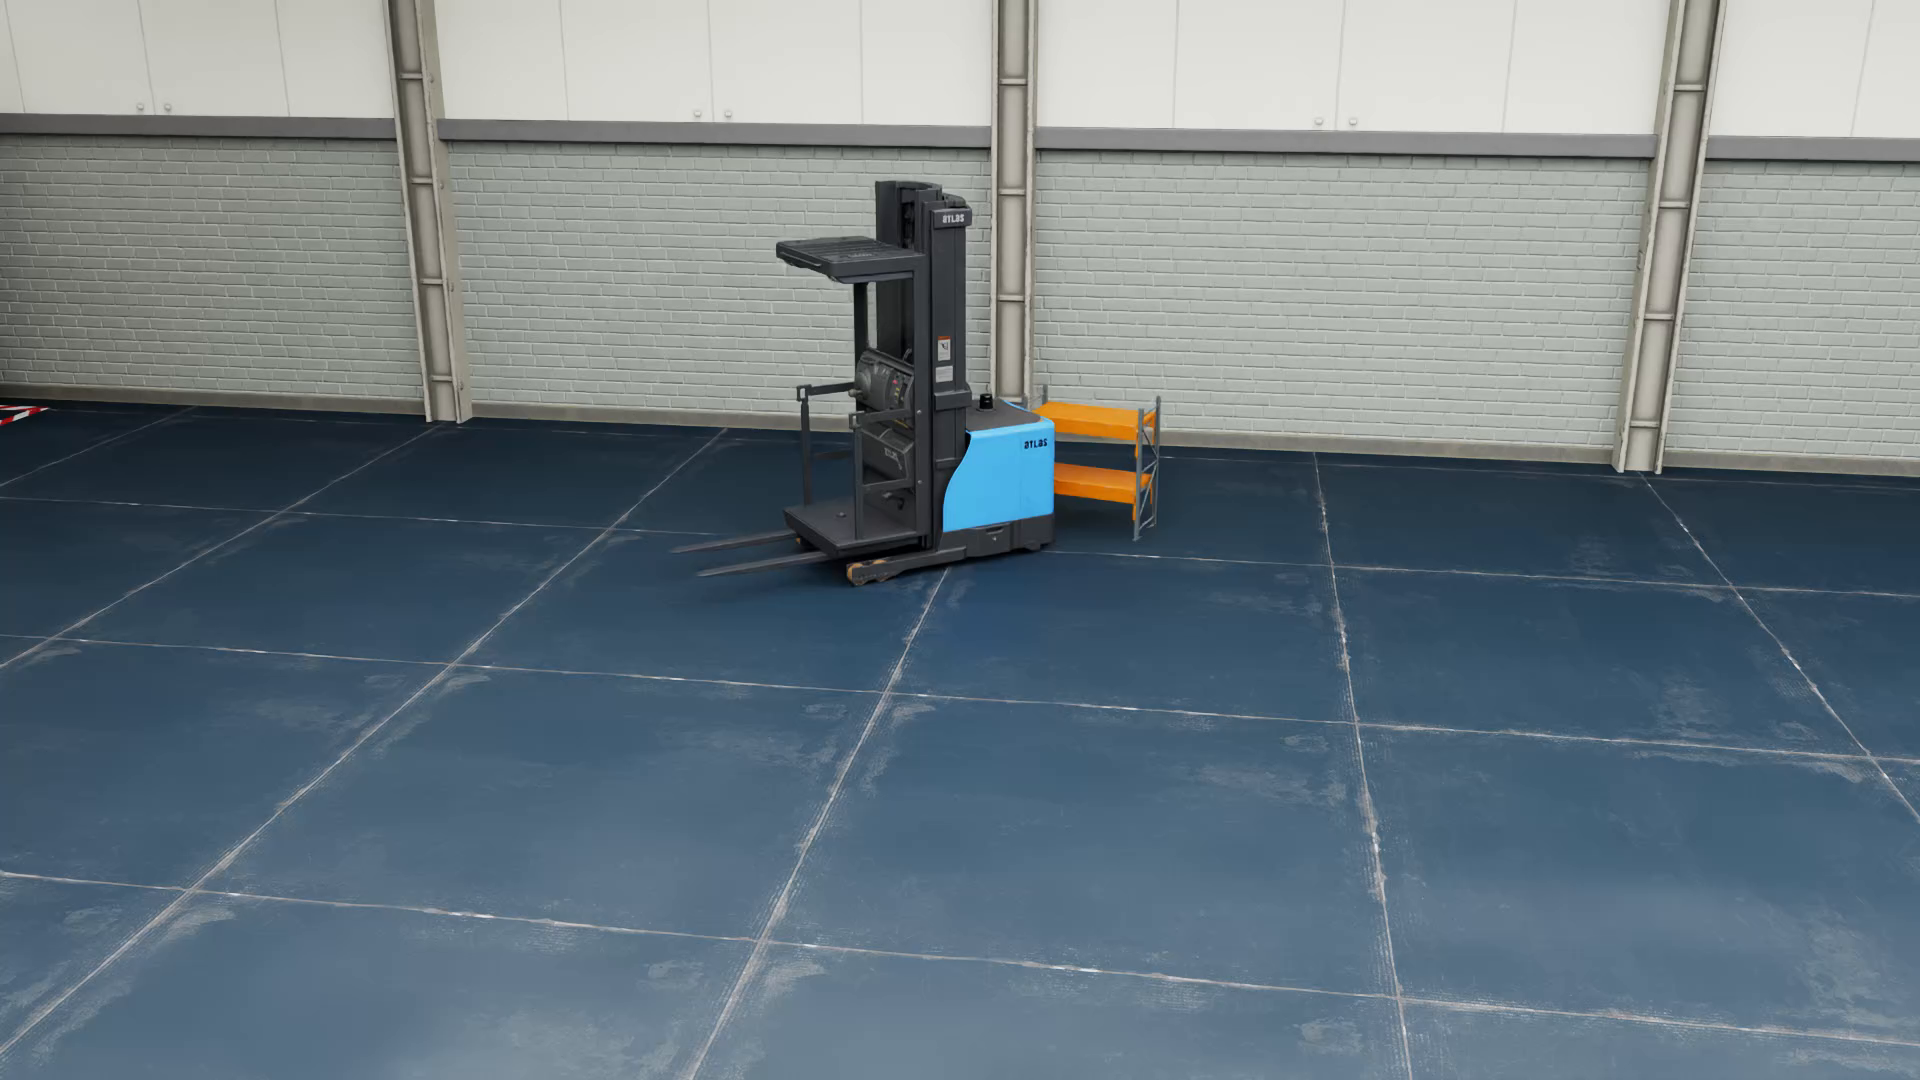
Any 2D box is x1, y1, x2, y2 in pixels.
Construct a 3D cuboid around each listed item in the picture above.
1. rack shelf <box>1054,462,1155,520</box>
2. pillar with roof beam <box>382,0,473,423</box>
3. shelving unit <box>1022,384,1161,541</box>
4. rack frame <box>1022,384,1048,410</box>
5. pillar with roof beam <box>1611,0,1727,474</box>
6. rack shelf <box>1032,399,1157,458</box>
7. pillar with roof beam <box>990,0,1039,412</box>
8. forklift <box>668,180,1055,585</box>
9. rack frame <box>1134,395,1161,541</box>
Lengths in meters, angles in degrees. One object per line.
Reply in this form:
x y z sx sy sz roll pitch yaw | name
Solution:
1.097 -0.433 14.096 1.000 0.278 0.538 8 20 23 | rack shelf
-6.094 -4.204 12.185 0.400 9.000 9.100 3 19 9 | pillar with roof beam
1.097 -0.665 14.019 1.048 1.125 0.538 8 20 23 | shelving unit
0.635 -0.733 14.220 0.032 1.125 0.500 8 20 23 | rack frame
5.755 -3.600 10.380 0.400 9.000 9.100 3 19 9 | pillar with roof beam
1.097 -0.943 13.926 1.000 0.278 0.538 8 20 23 | rack shelf
-0.169 -3.902 11.283 0.400 9.000 9.100 3 19 9 | pillar with roof beam
-0.770 -1.233 12.868 3.031 2.935 1.130 -10 21 -27 | forklift
1.559 -0.598 13.817 0.032 1.125 0.500 8 20 23 | rack frame
